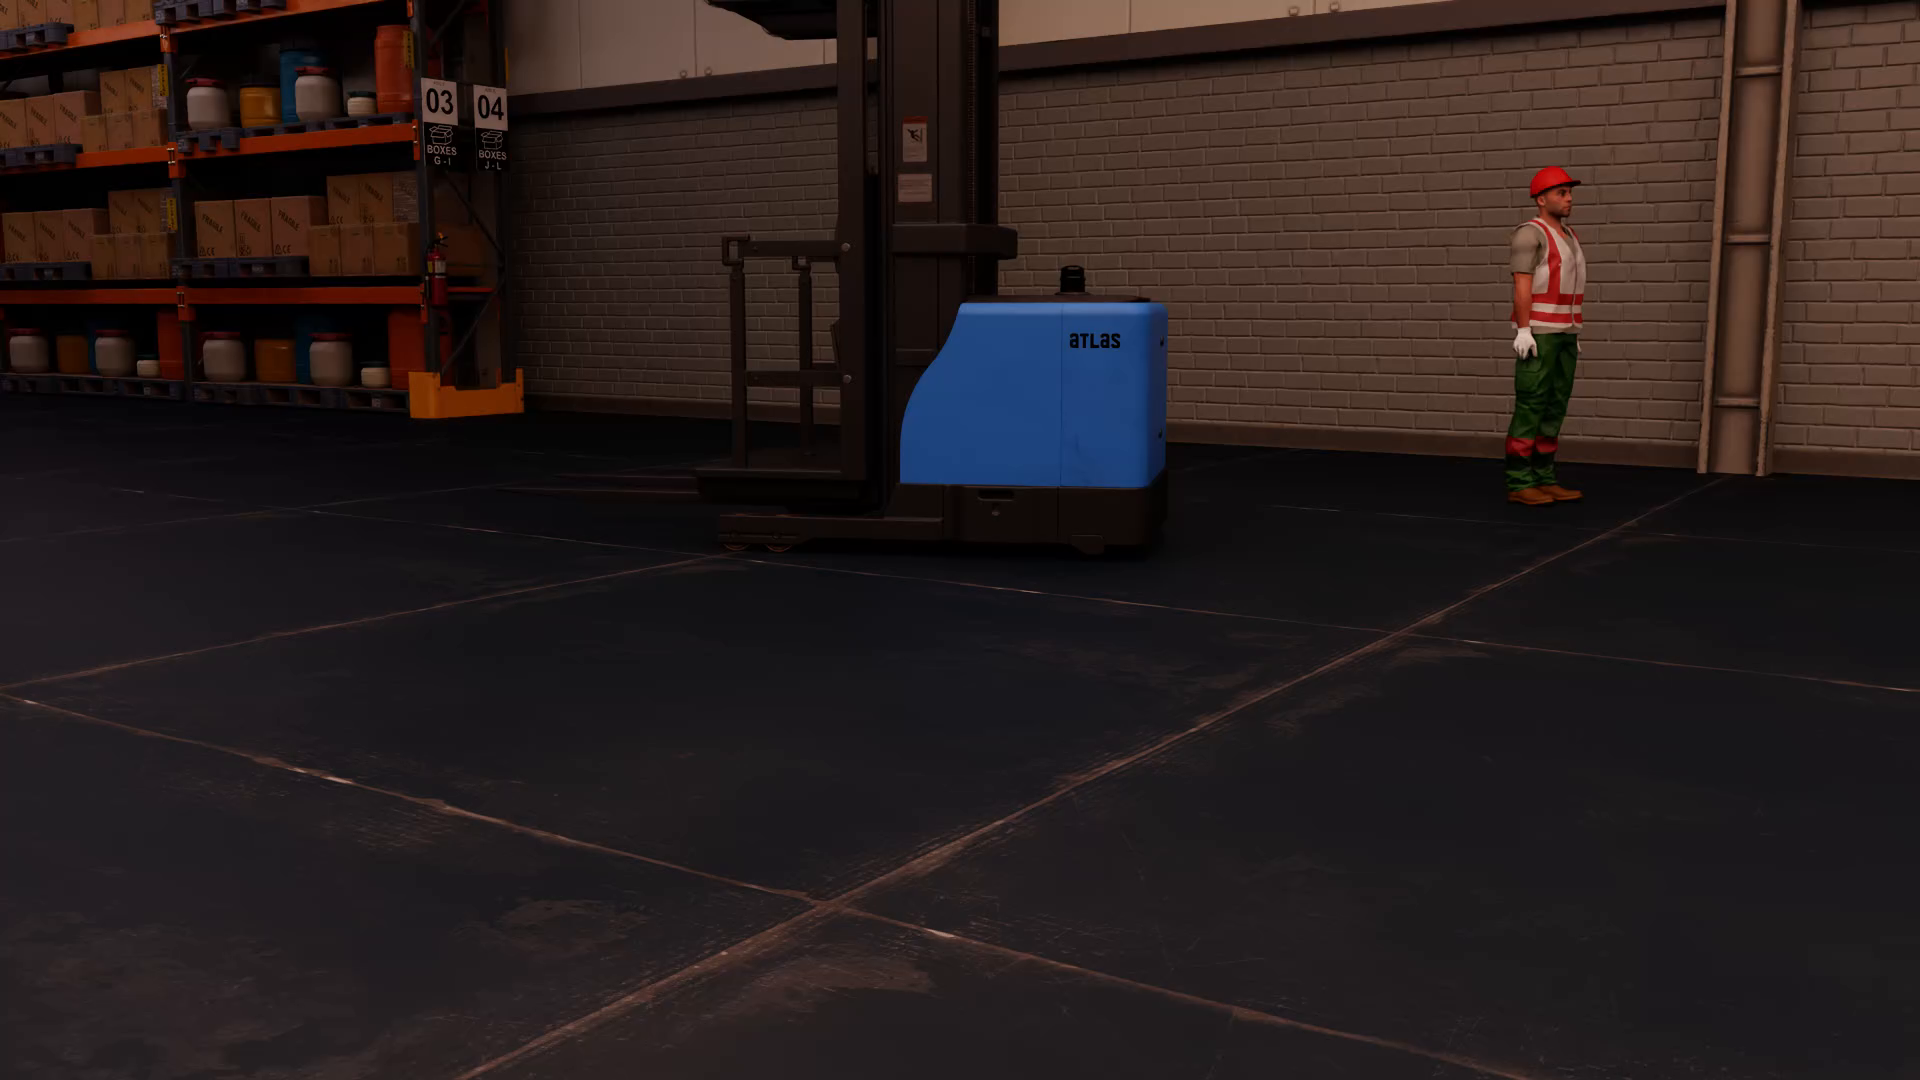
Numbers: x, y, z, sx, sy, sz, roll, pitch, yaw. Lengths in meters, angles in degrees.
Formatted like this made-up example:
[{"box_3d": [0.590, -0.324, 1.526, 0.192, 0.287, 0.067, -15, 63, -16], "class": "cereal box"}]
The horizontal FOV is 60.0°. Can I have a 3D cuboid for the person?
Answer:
[{"box_3d": [3.171, -1.095, 8.946, 0.538, 1.795, 0.348, -7, 11, -42], "class": "person"}]

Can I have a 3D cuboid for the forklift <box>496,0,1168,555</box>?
[{"box_3d": [-0.596, -1.469, 7.520, 3.031, 2.935, 1.130, 2, 8, 12], "class": "forklift"}]
